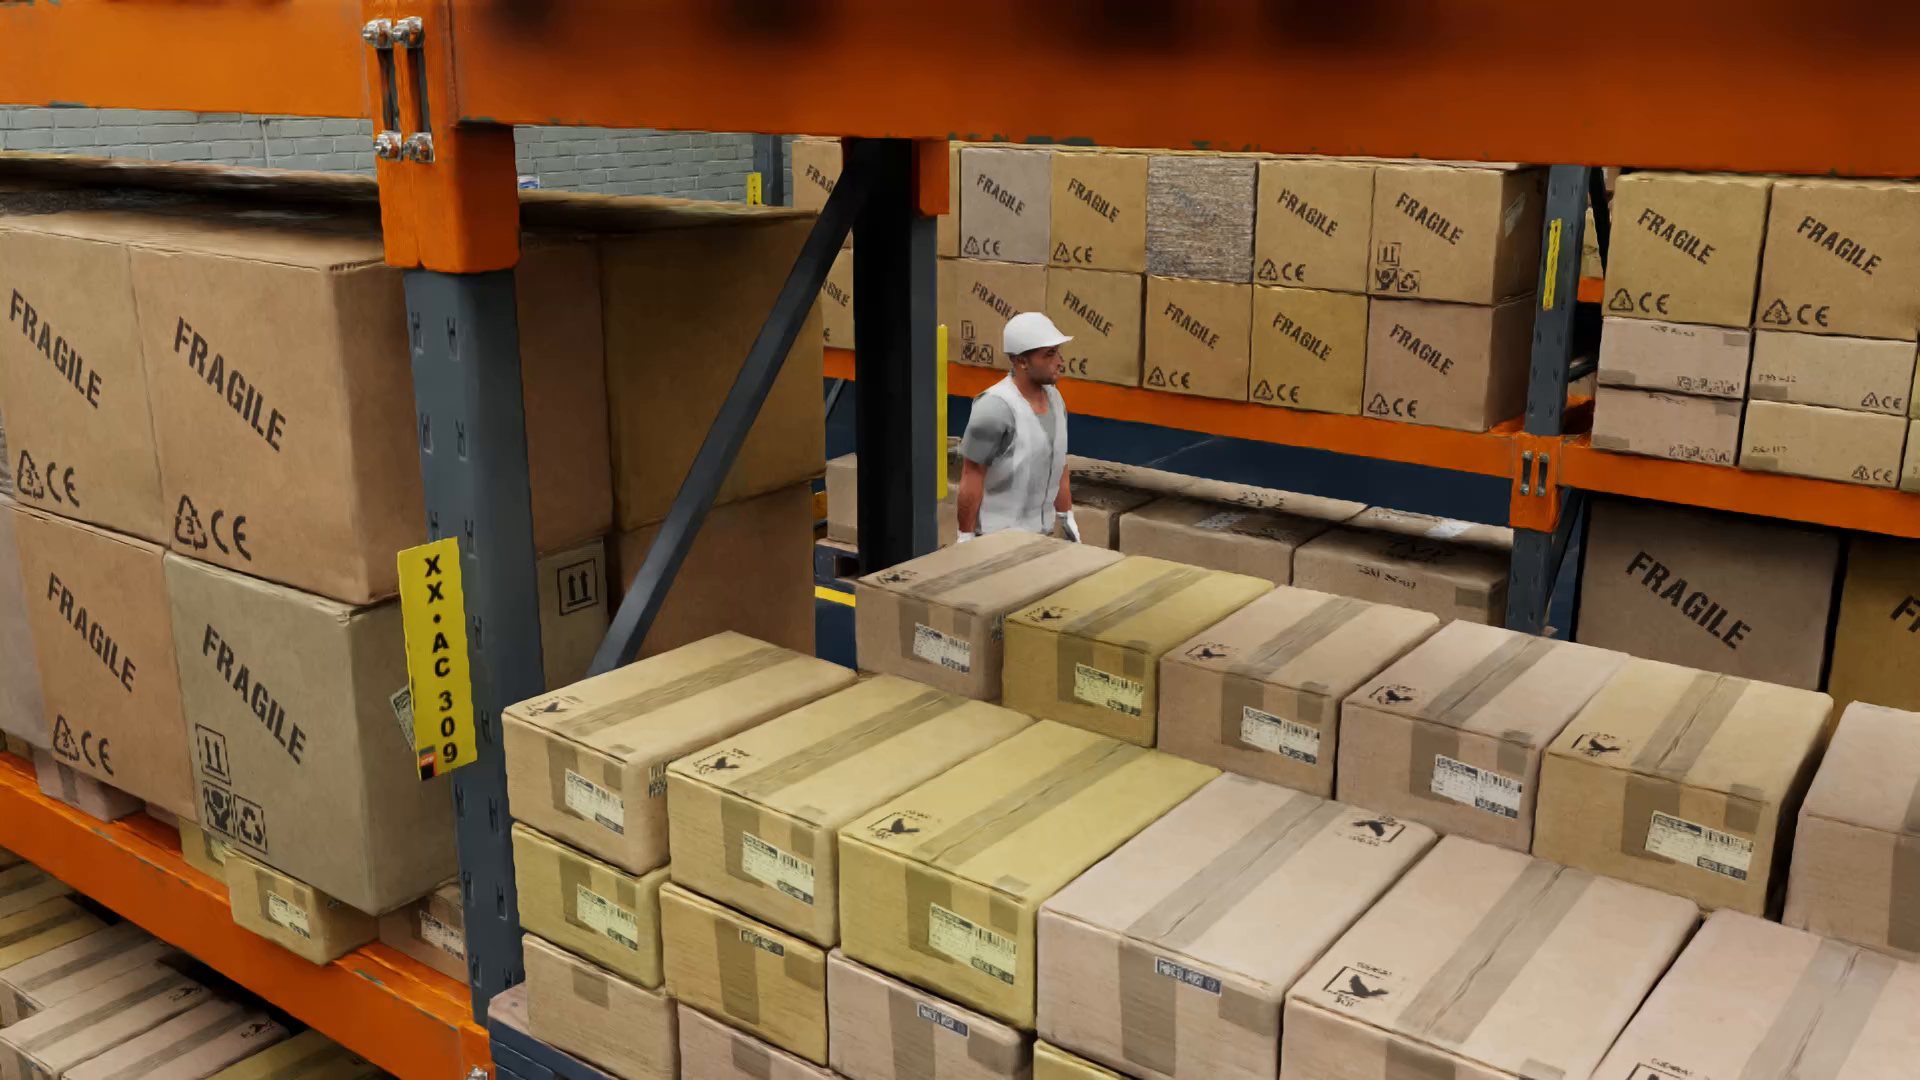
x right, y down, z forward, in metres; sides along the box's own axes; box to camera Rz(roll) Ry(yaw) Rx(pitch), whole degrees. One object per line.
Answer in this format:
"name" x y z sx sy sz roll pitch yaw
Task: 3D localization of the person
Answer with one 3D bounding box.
"person" 0.313 -0.023 6.553 0.888 1.751 0.570 10 19 30
